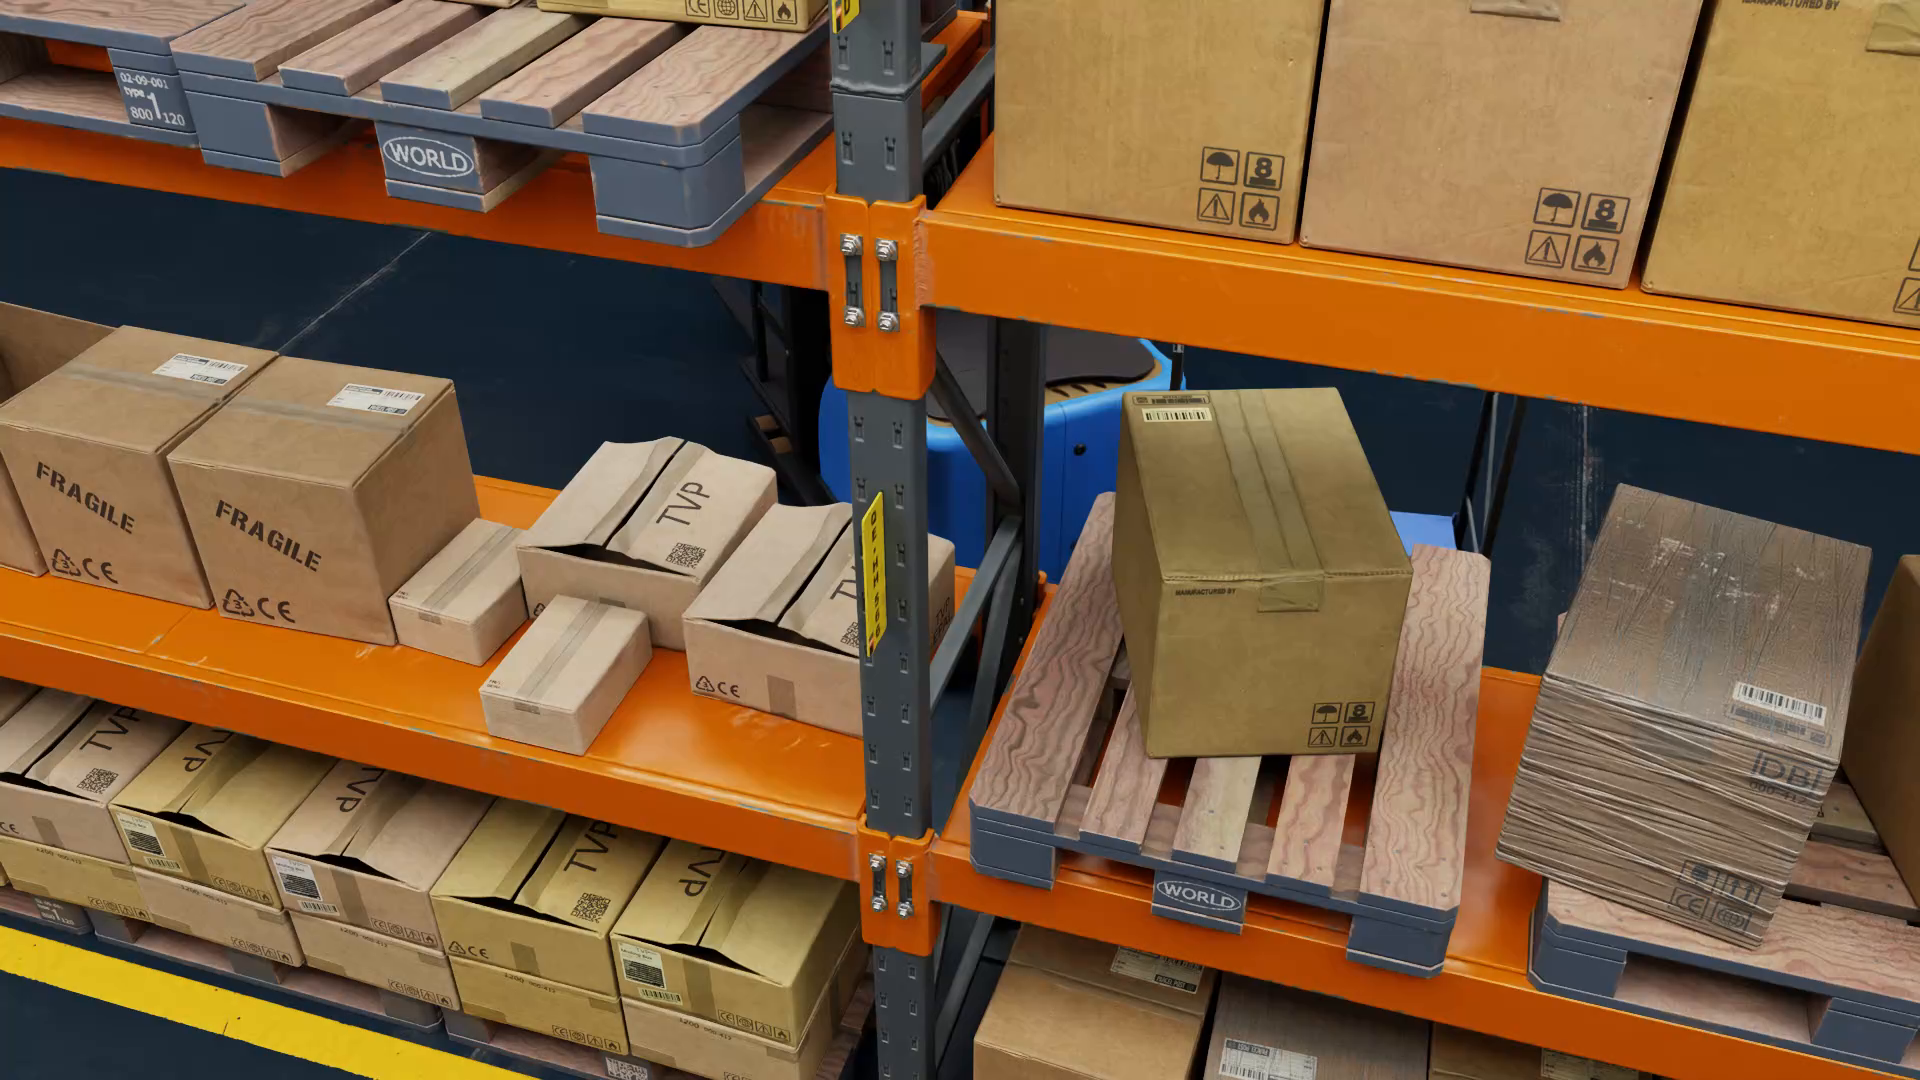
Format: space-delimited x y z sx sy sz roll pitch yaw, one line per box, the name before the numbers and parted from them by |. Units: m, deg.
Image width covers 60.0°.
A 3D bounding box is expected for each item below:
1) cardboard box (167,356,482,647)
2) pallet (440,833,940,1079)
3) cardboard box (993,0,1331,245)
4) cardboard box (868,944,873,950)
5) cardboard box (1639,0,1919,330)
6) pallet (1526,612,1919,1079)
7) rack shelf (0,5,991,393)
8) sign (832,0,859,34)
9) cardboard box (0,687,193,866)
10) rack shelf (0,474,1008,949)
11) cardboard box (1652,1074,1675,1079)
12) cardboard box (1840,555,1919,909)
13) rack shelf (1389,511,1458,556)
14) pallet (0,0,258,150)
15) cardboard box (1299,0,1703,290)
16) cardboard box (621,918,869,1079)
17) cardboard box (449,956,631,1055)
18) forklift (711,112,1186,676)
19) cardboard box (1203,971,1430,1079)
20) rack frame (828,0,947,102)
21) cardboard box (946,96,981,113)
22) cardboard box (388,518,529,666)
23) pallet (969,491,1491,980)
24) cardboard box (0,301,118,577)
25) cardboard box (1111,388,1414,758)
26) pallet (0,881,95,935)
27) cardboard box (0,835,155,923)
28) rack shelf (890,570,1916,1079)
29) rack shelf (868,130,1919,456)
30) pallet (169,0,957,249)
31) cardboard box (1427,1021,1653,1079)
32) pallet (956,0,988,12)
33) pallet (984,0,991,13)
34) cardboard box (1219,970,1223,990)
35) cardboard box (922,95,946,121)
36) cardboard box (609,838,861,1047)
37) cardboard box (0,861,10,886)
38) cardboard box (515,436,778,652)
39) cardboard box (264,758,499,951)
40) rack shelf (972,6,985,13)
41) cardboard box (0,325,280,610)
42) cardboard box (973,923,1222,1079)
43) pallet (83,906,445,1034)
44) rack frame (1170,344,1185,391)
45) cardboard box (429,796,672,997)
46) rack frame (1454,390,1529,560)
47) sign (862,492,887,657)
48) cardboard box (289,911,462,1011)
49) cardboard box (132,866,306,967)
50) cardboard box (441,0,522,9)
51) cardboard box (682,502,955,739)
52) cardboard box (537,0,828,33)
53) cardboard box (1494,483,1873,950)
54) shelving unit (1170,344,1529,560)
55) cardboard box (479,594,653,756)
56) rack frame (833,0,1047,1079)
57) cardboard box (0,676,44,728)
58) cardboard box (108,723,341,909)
cardboard box | -1.606 -0.108 4.281 0.500 0.500 0.500 9 37 11
pallet | -0.773 1.175 4.975 1.213 0.211 1.003 10 38 14
cardboard box | 0.427 -0.970 2.923 0.500 0.500 0.910 10 38 14
cardboard box | -0.411 0.900 4.963 0.500 0.250 0.500 10 38 14
cardboard box | 1.411 -0.788 2.676 0.500 0.500 0.910 10 38 14
pallet | 1.859 0.638 3.514 1.213 0.211 1.003 10 38 14
rack shelf | -1.908 -1.052 3.725 4.000 0.370 1.077 10 38 14
sign | -0.172 -0.916 2.430 0.005 0.325 0.100 10 38 14
cardboard box | -2.526 0.622 4.867 0.500 0.311 0.500 9 37 12
rack shelf | -1.908 0.156 4.614 4.000 0.370 1.077 10 38 14
cardboard box | 1.829 1.562 3.835 0.500 0.500 0.500 9 37 12
cardboard box | 2.114 0.440 3.183 0.500 0.500 0.700 2 36 2
rack shelf | 1.195 0.086 5.671 1.000 0.185 0.538 5 37 7
pallet | -1.742 -1.177 3.448 1.213 0.211 1.003 12 38 16
cardboard box | 0.914 -0.880 2.800 0.500 0.500 0.910 10 38 14
cardboard box | -0.574 1.203 4.550 0.500 0.250 0.500 11 38 15
cardboard box | -1.067 1.114 4.671 0.500 0.250 0.500 10 38 13
forklift | -0.276 -1.554 6.389 1.130 2.935 3.031 -15 39 -20
cardboard box | 0.852 1.381 4.081 0.500 0.500 0.500 9 37 12
rack frame | 0.001 -2.196 2.142 0.127 3.000 1.000 10 38 14
cardboard box | 0.246 -2.290 8.436 0.500 0.250 0.500 11 38 15
cardboard box | -1.233 0.128 4.258 0.250 0.149 0.380 13 38 17
pallet | 0.669 0.377 3.869 1.003 0.211 1.213 10 38 14
cardboard box | -2.586 -0.289 4.528 0.500 0.500 0.500 13 38 17
cardboard box | 0.636 0.058 3.702 0.500 0.500 0.700 -1 36 -2
pallet | -3.102 0.744 5.561 1.213 0.211 1.003 10 38 14
cardboard box | -2.523 0.844 5.038 0.500 0.250 0.500 9 37 12
rack shelf | 1.910 0.863 3.654 4.000 0.370 1.077 10 38 14
rack shelf | 1.910 -0.345 2.764 4.000 0.370 1.077 10 38 14
pallet | -0.673 -0.981 3.182 1.003 0.211 1.213 12 38 16
cardboard box | 1.329 1.473 3.956 0.500 0.500 0.500 10 38 13
pallet | -0.427 -2.833 8.230 1.213 0.211 1.003 10 38 14
pallet | 0.762 -2.572 7.876 1.003 0.211 1.213 10 38 14
cardboard box | 0.964 1.082 4.487 0.500 0.500 0.500 12 38 16
cardboard box | -0.246 -2.378 8.555 0.500 0.250 0.500 10 38 14
cardboard box | -0.572 0.979 4.381 0.500 0.311 0.500 11 38 15
cardboard box | -3.018 0.754 5.161 0.500 0.250 0.500 11 38 15
cardboard box | -0.795 -0.012 4.311 0.500 0.311 0.500 10 38 13
cardboard box | -1.551 0.800 4.625 0.500 0.311 0.500 10 38 14
rack shelf | -0.435 -2.647 8.423 4.000 0.370 1.077 10 38 14
cardboard box | -2.108 -0.201 4.408 0.500 0.500 0.500 11 38 14
cardboard box | 0.350 1.292 4.202 0.500 0.500 0.500 12 38 16
pallet | -1.934 0.959 5.269 1.213 0.211 1.003 10 38 14
rack frame | 0.693 -0.105 5.627 0.032 1.500 0.500 5 37 7
cardboard box | -1.070 0.891 4.501 0.500 0.311 0.500 10 38 13
rack frame | 1.697 -0.012 5.501 0.032 1.500 0.500 5 37 7
sign | -0.161 0.068 3.150 0.005 0.325 0.100 10 38 14
cardboard box | -1.546 1.024 4.794 0.500 0.250 0.500 11 38 15
cardboard box | -2.038 0.934 4.915 0.500 0.250 0.500 11 38 15
cardboard box | -0.955 -1.228 3.129 0.500 0.250 0.500 11 38 15
cardboard box | -0.333 0.167 4.068 0.500 0.311 0.500 13 38 17
cardboard box | -0.449 -1.145 3.017 0.500 0.250 0.500 8 37 10
cardboard box | 1.452 0.328 3.335 0.500 0.500 0.700 18 40 22
shelving unit | 1.195 -0.058 5.564 1.048 1.500 0.538 5 37 7
cardboard box | -0.940 0.319 3.999 0.250 0.149 0.380 10 38 14
rack frame | 0.001 0.220 3.921 0.127 3.000 1.000 10 38 14
cardboard box | -3.021 0.531 4.991 0.500 0.311 0.500 10 38 13
cardboard box | -2.029 0.710 4.747 0.500 0.311 0.500 12 38 15
